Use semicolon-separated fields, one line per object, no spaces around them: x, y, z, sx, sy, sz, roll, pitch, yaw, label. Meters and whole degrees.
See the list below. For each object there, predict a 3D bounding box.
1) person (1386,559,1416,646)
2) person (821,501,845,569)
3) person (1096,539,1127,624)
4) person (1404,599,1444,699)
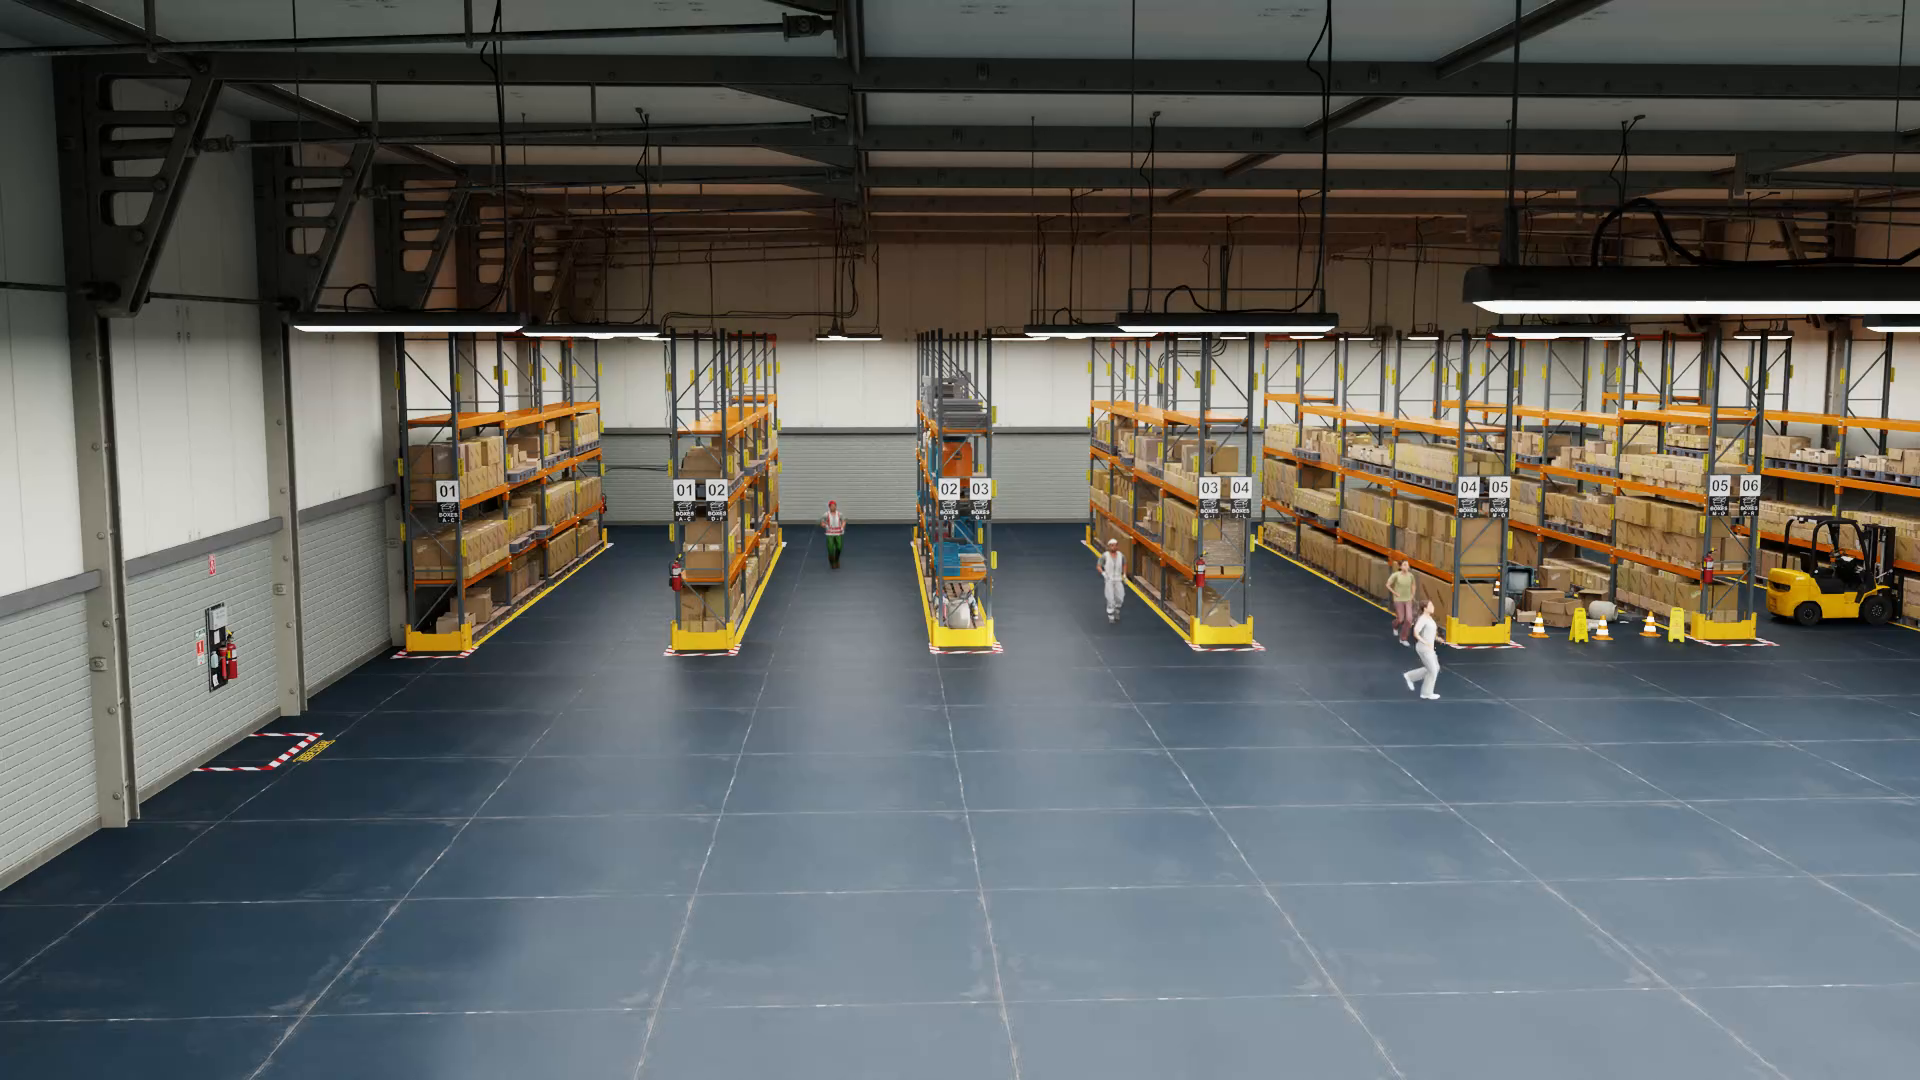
8.466;1.175;31.864;0.614;1.650;0.660;-1;7;-7;person
-3.182;-0.116;42.070;0.640;1.750;0.604;-1;7;-11;person
3.118;0.847;33.909;0.661;1.746;0.573;-1;7;-6;person
7.473;1.758;26.869;0.621;1.616;0.552;4;8;31;person
